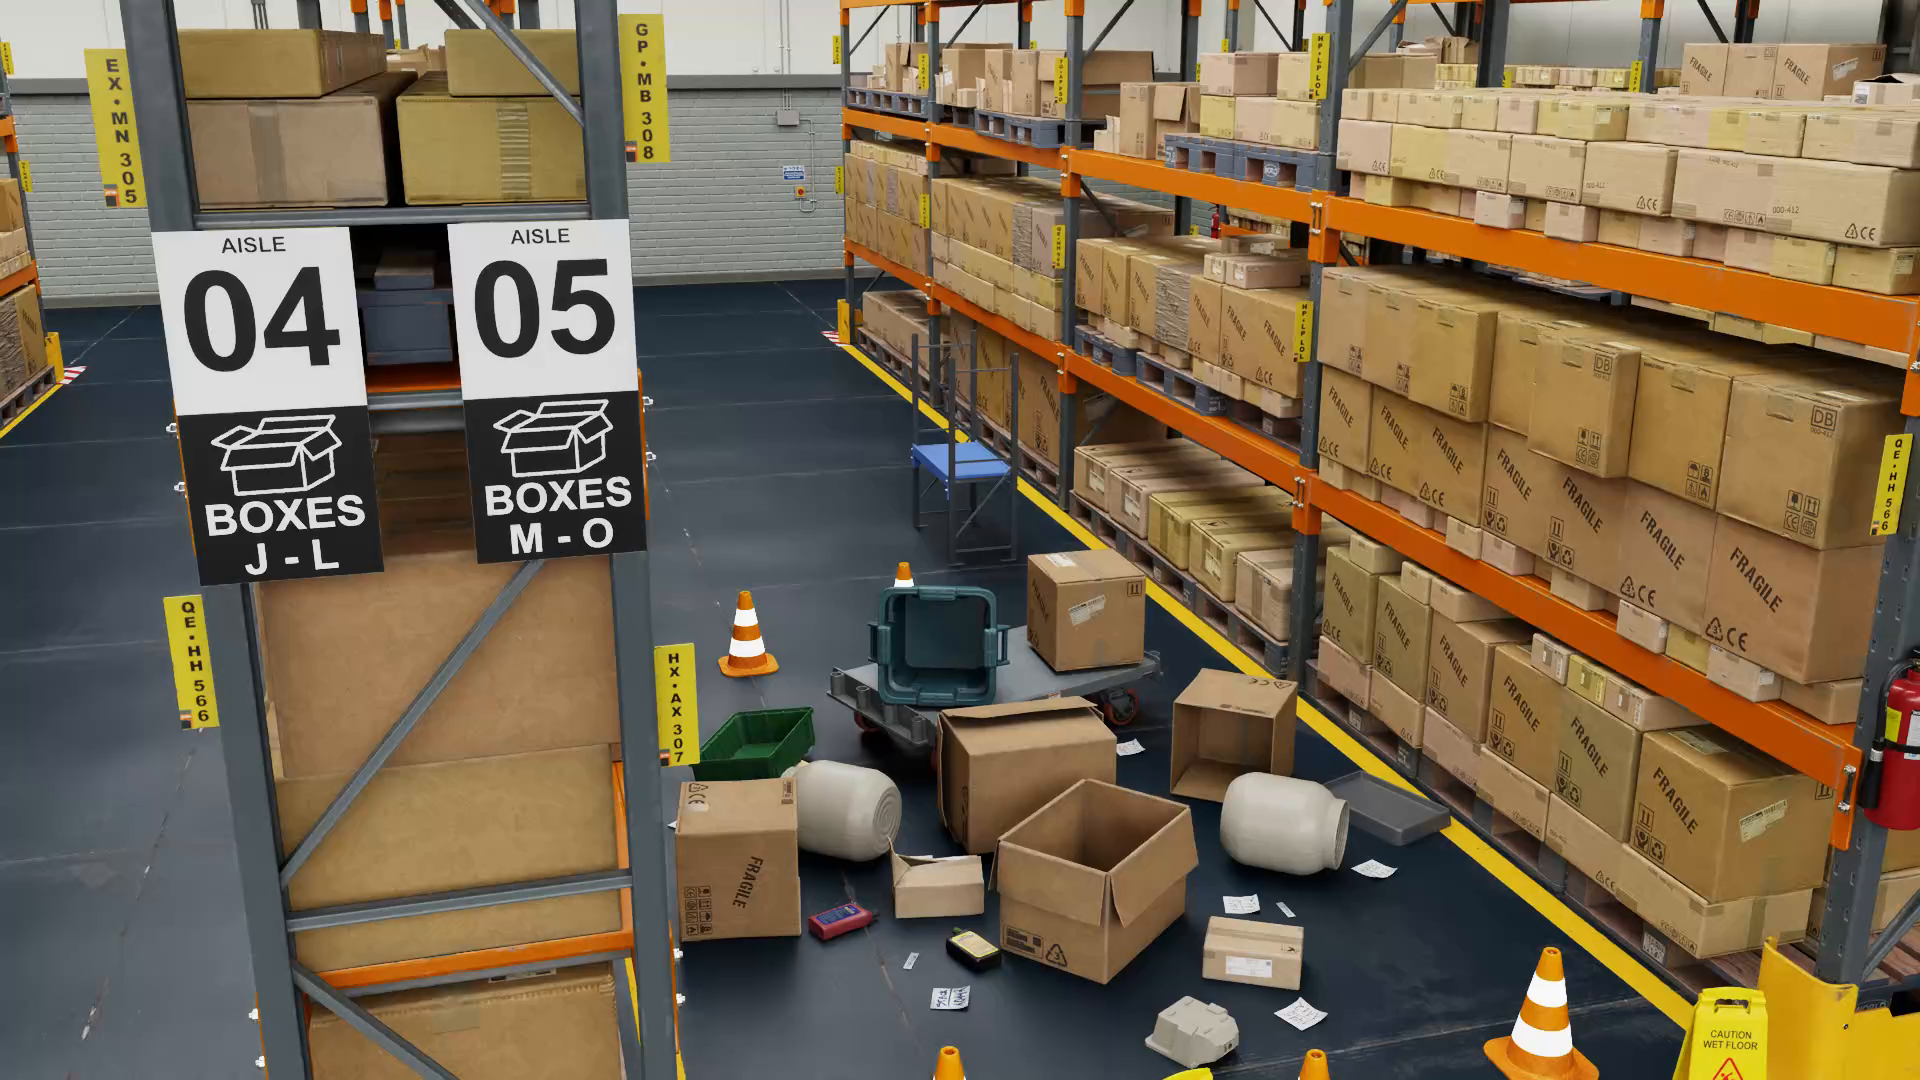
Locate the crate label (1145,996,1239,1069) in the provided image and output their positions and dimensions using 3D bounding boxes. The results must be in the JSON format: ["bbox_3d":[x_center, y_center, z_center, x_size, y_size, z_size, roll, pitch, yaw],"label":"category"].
[{"bbox_3d":[0.873,1.817,6.164,0.298,0.136,0.250,16,23,42],"label":"crate label"}]

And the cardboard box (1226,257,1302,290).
[{"bbox_3d":[1.836,-1.614,10.062,0.380,0.149,0.250,-5,17,-17],"label":"cardboard box"}]

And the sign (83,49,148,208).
[{"bbox_3d":[-1.776,-0.870,3.519,0.100,0.325,0.005,-5,17,-15],"label":"sign"}]

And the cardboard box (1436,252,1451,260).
[{"bbox_3d":[4.968,-2.941,16.532,0.396,0.266,0.258,-4,17,-13],"label":"cardboard box"}]

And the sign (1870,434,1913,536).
[{"bbox_3d":[2.942,-0.173,5.253,0.100,0.325,0.005,-5,17,-15],"label":"sign"}]

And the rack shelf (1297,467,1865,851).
[{"bbox_3d":[2.932,0.285,7.538,1.077,0.370,4.000,-5,17,-15],"label":"rack shelf"}]

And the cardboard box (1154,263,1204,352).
[{"bbox_3d":[1.616,-1.538,10.939,0.500,0.500,0.500,-5,18,-17],"label":"cardboard box"}]

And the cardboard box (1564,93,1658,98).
[{"bbox_3d":[2.980,-1.953,7.576,0.380,0.149,0.250,-5,17,-16],"label":"cardboard box"}]

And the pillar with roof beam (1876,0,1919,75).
[{"bbox_3d":[3.140,-4.356,11.310,9.100,9.000,0.400,-5,17,-15],"label":"pillar with roof beam"}]

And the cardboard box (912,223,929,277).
[{"bbox_3d":[-0.190,-2.981,16.988,0.500,0.500,0.500,-5,17,-15],"label":"cardboard box"}]

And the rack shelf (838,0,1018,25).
[{"bbox_3d":[-0.366,-5.715,17.783,1.077,0.370,4.000,-5,17,-15],"label":"rack shelf"}]

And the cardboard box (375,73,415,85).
[{"bbox_3d":[-2.344,-1.652,6.365,0.500,0.250,0.500,-5,17,-16],"label":"cardboard box"}]

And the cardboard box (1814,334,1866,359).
[{"bbox_3d":[6.513,-1.331,11.930,0.500,0.250,0.500,-5,17,-15],"label":"cardboard box"}]

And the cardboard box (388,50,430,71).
[{"bbox_3d":[-3.965,-3.382,11.780,0.396,0.266,0.258,-5,17,-15],"label":"cardboard box"}]

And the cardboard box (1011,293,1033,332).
[{"bbox_3d":[0.739,-1.906,13.845,0.500,0.250,0.500,-4,17,-14],"label":"cardboard box"}]

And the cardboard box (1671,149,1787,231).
[{"bbox_3d":[2.957,-1.274,6.008,0.500,0.250,0.500,-5,17,-16],"label":"cardboard box"}]

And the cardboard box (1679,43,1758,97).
[{"bbox_3d":[6.019,-3.626,13.018,0.500,0.500,0.500,-5,17,-15],"label":"cardboard box"}]

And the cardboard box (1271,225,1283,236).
[{"bbox_3d":[3.989,-3.732,20.098,0.380,0.149,0.250,-5,17,-17],"label":"cardboard box"}]

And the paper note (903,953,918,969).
[{"bbox_3d":[-0.199,1.708,6.749,0.032,0.001,0.123,4,17,13],"label":"paper note"}]

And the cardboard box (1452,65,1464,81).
[{"bbox_3d":[5.009,-4.532,16.128,0.380,0.149,0.250,-4,17,-14],"label":"cardboard box"}]

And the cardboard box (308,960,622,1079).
[{"bbox_3d":[-1.500,1.548,5.049,0.875,0.875,0.875,-5,17,-15],"label":"cardboard box"}]

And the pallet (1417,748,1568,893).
[{"bbox_3d":[2.940,1.244,7.943,1.003,0.211,1.213,-5,17,-15],"label":"pallet"}]

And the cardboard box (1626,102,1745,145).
[{"bbox_3d":[2.856,-1.635,6.516,0.380,0.149,0.250,-5,17,-17],"label":"cardboard box"}]

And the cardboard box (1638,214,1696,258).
[{"bbox_3d":[2.855,-1.182,6.394,0.380,0.149,0.250,-5,17,-16],"label":"cardboard box"}]

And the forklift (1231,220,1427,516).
[{"bbox_3d":[3.273,-1.717,13.073,1.130,2.935,3.031,-5,18,-17],"label":"forklift"}]

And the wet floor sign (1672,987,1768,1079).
[{"bbox_3d":[2.505,1.759,5.475,0.267,0.644,0.232,1,17,4],"label":"wet floor sign"}]

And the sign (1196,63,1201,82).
[{"bbox_3d":[1.805,-3.445,12.595,0.100,0.325,0.005,-5,17,-15],"label":"sign"}]

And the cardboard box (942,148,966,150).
[{"bbox_3d":[-0.054,-4.193,18.158,0.380,0.149,0.250,-5,17,-15],"label":"cardboard box"}]

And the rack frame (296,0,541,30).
[{"bbox_3d":[-2.350,-3.066,7.017,1.000,3.000,0.127,-5,17,-15],"label":"rack frame"}]

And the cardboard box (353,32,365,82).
[{"bbox_3d":[-2.088,-1.522,5.237,0.380,0.149,0.250,-5,17,-15],"label":"cardboard box"}]

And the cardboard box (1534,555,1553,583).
[{"bbox_3d":[2.772,0.104,7.330,0.380,0.149,0.250,-5,17,-15],"label":"cardboard box"}]

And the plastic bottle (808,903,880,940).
[{"bbox_3d":[-0.486,1.600,7.020,0.283,0.061,0.133,-12,20,-34],"label":"plastic bottle"}]

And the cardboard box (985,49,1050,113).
[{"bbox_3d":[0.520,-3.869,14.000,0.500,0.500,0.500,-5,17,-15],"label":"cardboard box"}]

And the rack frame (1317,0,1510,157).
[{"bbox_3d":[2.382,-3.485,8.413,1.000,3.000,0.127,-5,17,-15],"label":"rack frame"}]

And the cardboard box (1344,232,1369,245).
[{"bbox_3d":[4.581,-3.411,18.336,0.500,0.250,0.500,-4,17,-14],"label":"cardboard box"}]

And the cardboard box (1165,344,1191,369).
[{"bbox_3d":[1.591,-1.244,11.086,0.380,0.149,0.250,-4,17,-14],"label":"cardboard box"}]

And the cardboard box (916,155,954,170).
[{"bbox_3d":[-0.234,-3.874,17.095,0.380,0.149,0.250,-5,17,-15],"label":"cardboard box"}]

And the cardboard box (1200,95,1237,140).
[{"bbox_3d":[1.809,-2.610,10.243,0.500,0.250,0.500,-4,17,-15],"label":"cardboard box"}]

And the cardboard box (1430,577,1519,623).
[{"bbox_3d":[2.481,0.274,7.945,0.380,0.149,0.250,-4,17,-12],"label":"cardboard box"}]

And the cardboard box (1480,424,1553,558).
[{"bbox_3d":[2.679,-0.244,7.359,0.500,0.500,0.500,-4,17,-15],"label":"cardboard box"}]

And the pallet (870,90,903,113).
[{"bbox_3d":[-0.363,-4.783,18.102,1.003,0.211,1.213,-5,17,-15],"label":"pallet"}]

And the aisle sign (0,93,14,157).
[{"bbox_3d":[-10.175,-4.437,17.489,0.394,0.787,0.004,-5,17,-15],"label":"aisle sign"}]

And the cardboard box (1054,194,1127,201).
[{"bbox_3d":[1.109,-2.682,14.255,0.500,0.500,0.500,-4,17,-14],"label":"cardboard box"}]

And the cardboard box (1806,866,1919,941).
[{"bbox_3d":[3.526,1.365,6.744,0.500,0.250,0.500,-5,17,-16],"label":"cardboard box"}]

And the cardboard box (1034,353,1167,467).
[{"bbox_3d":[1.173,-1.100,13.863,0.875,0.875,0.875,-5,17,-16],"label":"cardboard box"}]

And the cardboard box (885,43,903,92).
[{"bbox_3d":[-0.506,-5.096,17.910,0.500,0.500,0.500,-4,17,-14],"label":"cardboard box"}]

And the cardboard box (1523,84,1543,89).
[{"bbox_3d":[5.397,-4.105,15.257,0.380,0.149,0.250,-4,17,-14],"label":"cardboard box"}]

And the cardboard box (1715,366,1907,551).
[{"bbox_3d":[3.131,-0.299,5.805,0.700,0.500,0.500,-5,17,-17],"label":"cardboard box"}]

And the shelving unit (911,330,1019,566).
[{"bbox_3d":[0.023,-0.695,12.158,0.538,1.500,1.048,-5,17,-15],"label":"shelving unit"}]

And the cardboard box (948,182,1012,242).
[{"bbox_3d":[0.195,-3.069,15.543,0.500,0.500,0.500,-5,17,-16],"label":"cardboard box"}]

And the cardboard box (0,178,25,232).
[{"bbox_3d":[-10.058,-3.464,17.210,0.500,0.500,0.500,-4,17,-15],"label":"cardboard box"}]

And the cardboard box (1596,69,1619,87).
[{"bbox_3d":[5.705,-3.963,14.268,0.380,0.149,0.250,-5,18,-17],"label":"cardboard box"}]

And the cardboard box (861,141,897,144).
[{"bbox_3d":[-0.944,-4.582,19.453,0.380,0.149,0.250,-4,17,-14],"label":"cardboard box"}]

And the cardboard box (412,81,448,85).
[{"bbox_3d":[-1.416,-1.276,5.113,0.500,0.250,0.500,-5,17,-16],"label":"cardboard box"}]

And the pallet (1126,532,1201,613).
[{"bbox_3d":[1.828,0.170,11.519,1.003,0.211,1.213,-5,17,-15],"label":"pallet"}]
